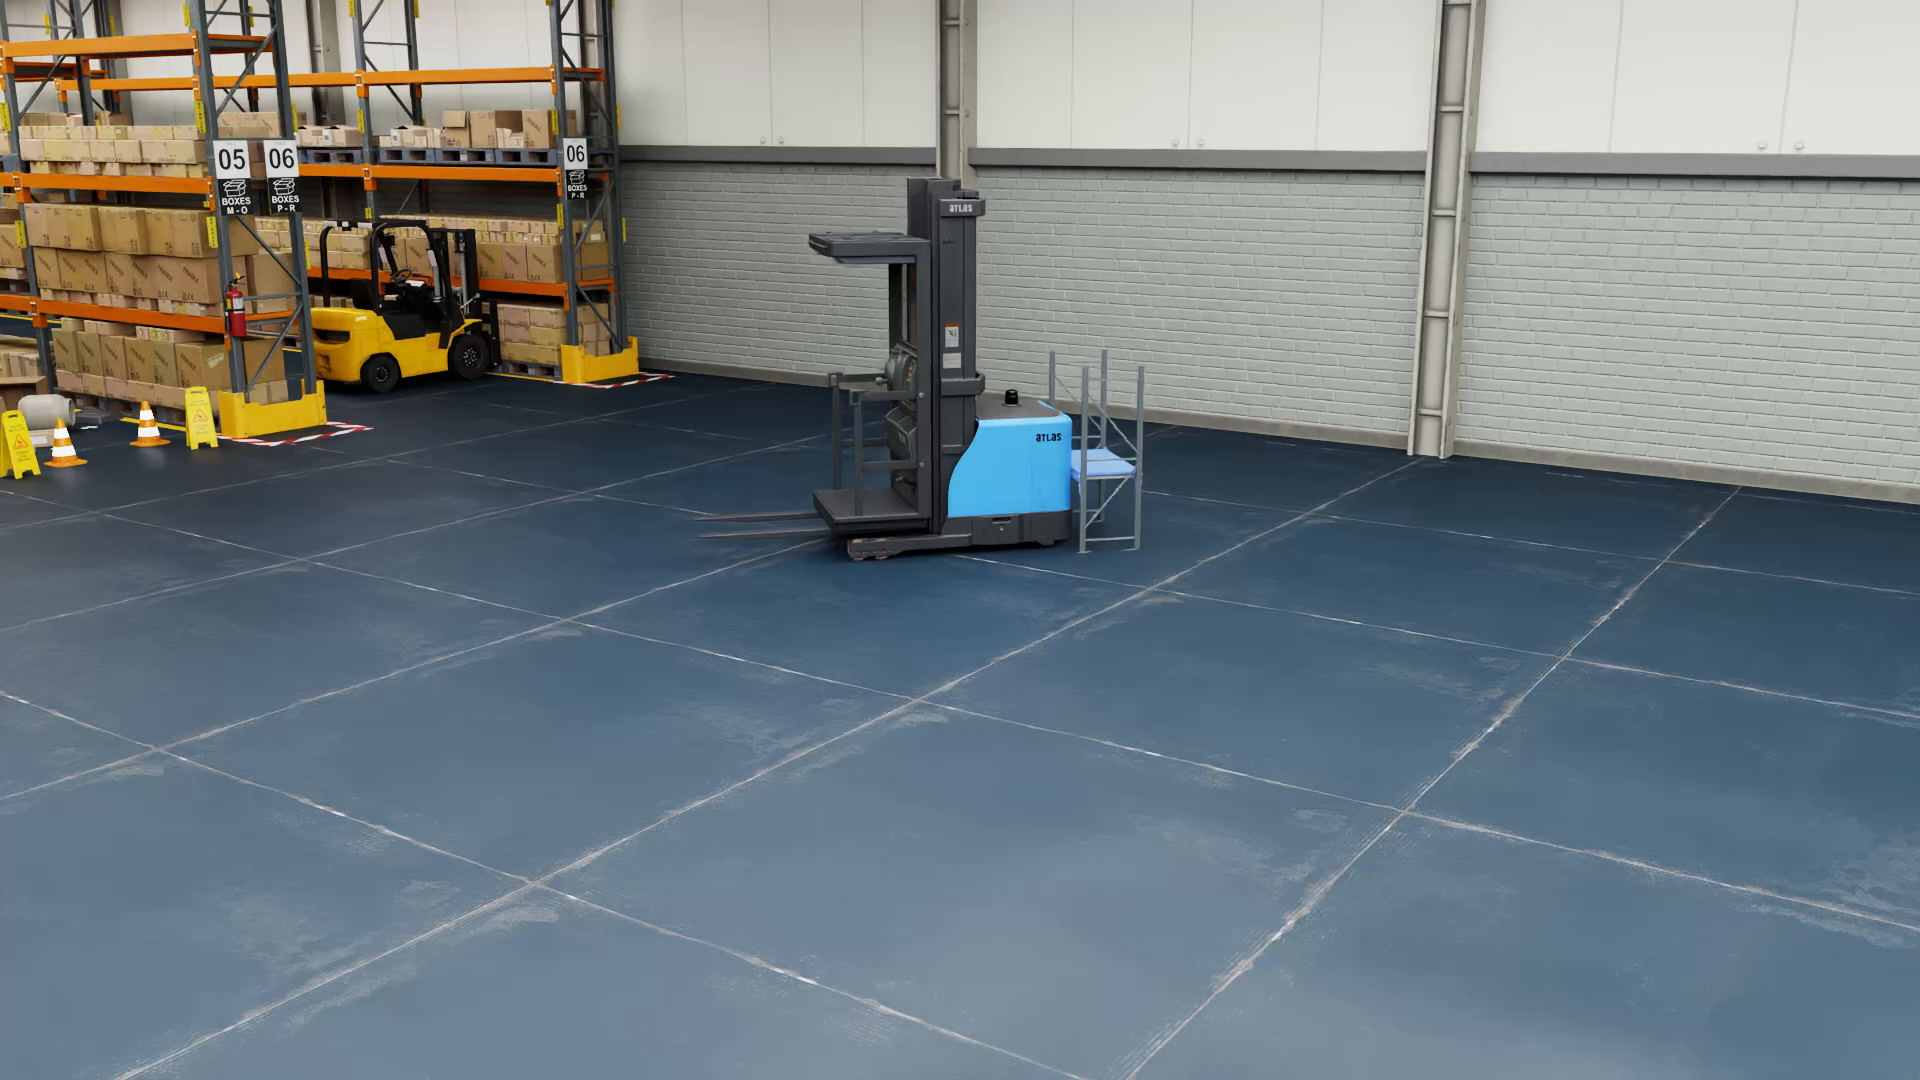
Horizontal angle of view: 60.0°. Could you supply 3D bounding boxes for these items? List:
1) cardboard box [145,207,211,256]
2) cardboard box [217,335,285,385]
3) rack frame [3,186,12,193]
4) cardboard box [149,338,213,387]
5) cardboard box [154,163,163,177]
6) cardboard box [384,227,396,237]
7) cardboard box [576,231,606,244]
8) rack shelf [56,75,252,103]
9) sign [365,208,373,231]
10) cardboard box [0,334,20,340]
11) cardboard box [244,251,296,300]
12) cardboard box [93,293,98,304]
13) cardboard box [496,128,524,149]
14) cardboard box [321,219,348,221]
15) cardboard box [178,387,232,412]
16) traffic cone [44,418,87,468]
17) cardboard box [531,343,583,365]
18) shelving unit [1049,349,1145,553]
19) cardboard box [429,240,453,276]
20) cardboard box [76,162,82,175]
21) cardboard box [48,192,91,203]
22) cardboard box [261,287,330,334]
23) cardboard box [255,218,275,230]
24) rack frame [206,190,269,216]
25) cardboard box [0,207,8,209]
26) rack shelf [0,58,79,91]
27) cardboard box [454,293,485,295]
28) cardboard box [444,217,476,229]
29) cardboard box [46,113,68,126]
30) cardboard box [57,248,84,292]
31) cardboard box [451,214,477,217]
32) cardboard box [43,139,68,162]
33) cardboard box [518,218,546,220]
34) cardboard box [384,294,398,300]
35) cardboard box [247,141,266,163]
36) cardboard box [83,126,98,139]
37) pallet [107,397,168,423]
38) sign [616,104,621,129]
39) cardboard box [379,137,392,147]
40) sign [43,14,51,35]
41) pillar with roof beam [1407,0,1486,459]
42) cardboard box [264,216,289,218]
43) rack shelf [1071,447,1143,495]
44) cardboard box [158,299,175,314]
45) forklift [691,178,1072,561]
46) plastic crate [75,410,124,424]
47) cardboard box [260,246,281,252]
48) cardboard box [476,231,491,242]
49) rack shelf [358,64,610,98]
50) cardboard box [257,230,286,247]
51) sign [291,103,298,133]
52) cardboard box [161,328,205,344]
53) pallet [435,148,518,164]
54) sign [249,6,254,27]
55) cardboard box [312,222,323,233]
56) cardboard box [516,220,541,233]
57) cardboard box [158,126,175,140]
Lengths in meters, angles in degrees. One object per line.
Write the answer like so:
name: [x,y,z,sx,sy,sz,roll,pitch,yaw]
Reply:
cardboard box: [-8.674,-3.474,18.707,0.500,0.500,0.700,9,17,33]
cardboard box: [-8.248,-2.101,19.356,0.500,0.500,0.500,9,16,31]
rack frame: [-18.222,-5.837,31.162,0.127,3.000,1.000,9,17,33]
cardboard box: [-8.958,-2.059,19.188,0.500,0.500,0.500,10,17,35]
cardboard box: [-8.764,-4.144,18.603,0.250,0.149,0.380,9,17,33]
cardboard box: [-8.147,-4.496,24.187,0.250,0.149,0.380,9,16,32]
cardboard box: [-5.082,-4.152,22.797,0.250,0.149,0.380,9,16,31]
rack shelf: [-13.243,-7.402,27.325,4.000,0.370,1.077,9,17,33]
sign: [-8.560,-4.642,24.089,0.005,0.325,0.100,9,17,33]
cardboard box: [-13.271,-2.528,22.386,0.625,0.372,0.950,9,16,32]
cardboard box: [-7.951,-3.013,18.926,0.500,0.500,0.500,9,16,32]
cardboard box: [-10.049,-2.887,19.767,0.250,0.149,0.380,9,17,33]
cardboard box: [-6.013,-5.420,22.429,0.258,0.266,0.396,9,17,33]
cardboard box: [-9.676,-4.895,25.798,0.250,0.149,0.380,9,17,33]
cardboard box: [-8.554,-1.629,19.008,0.500,0.250,0.500,9,17,33]
traffic cone: [-9.127,-1.004,16.915,0.334,0.463,0.336,9,17,33]
cardboard box: [-5.512,-2.561,22.774,0.500,0.250,0.500,9,17,33]
shelving unit: [1.106,-0.756,13.757,0.538,1.500,1.048,-3,14,-11]
cardboard box: [-7.180,-4.031,23.656,0.500,0.500,0.500,9,17,32]
cardboard box: [-10.056,-4.344,19.411,0.250,0.149,0.380,9,16,31]
cardboard box: [-15.990,-5.989,29.909,0.500,0.500,0.500,9,16,31]
cardboard box: [-10.527,-3.643,26.367,0.625,0.625,0.875,10,17,35]
cardboard box: [-10.810,-4.929,25.935,0.250,0.149,0.380,9,17,33]
rack frame: [-11.584,-4.765,26.828,0.127,3.000,1.000,9,17,33]
cardboard box: [-12.836,-4.323,21.993,0.250,0.149,0.380,8,16,30]
rack shelf: [-12.691,-5.875,21.158,4.000,0.370,1.077,9,17,33]
cardboard box: [-7.320,-3.490,24.448,0.500,0.250,0.500,9,16,32]
cardboard box: [-7.053,-4.477,23.490,0.250,0.149,0.380,9,17,33]
cardboard box: [-11.712,-5.291,21.110,0.500,0.250,0.500,9,16,32]
cardboard box: [-10.393,-3.254,19.897,0.500,0.500,0.500,9,17,33]
cardboard box: [-7.176,-4.658,24.219,0.250,0.149,0.380,9,16,32]
cardboard box: [-10.386,-4.585,19.552,0.500,0.250,0.500,9,17,32]
cardboard box: [-5.960,-4.428,23.292,0.250,0.149,0.380,10,17,35]
cardboard box: [-8.038,-3.455,24.306,0.500,0.250,0.500,9,16,32]
cardboard box: [-7.981,-4.350,18.603,0.500,0.250,0.500,9,16,32]
cardboard box: [-9.841,-4.688,19.140,0.250,0.149,0.380,9,16,32]
pallet: [-9.438,-1.638,20.001,1.213,0.211,1.003,9,17,33]
sign: [-4.631,-5.720,22.463,0.005,0.325,0.100,9,17,33]
cardboard box: [-8.062,-5.694,23.781,0.250,0.149,0.380,10,17,34]
sign: [-15.221,-8.599,27.726,0.005,0.325,0.100,9,17,33]
pillar with roof beam: [2.534,-4.409,12.908,0.400,9.000,9.100,9,17,33]
cardboard box: [-10.921,-5.112,26.673,0.250,0.149,0.380,10,17,34]
rack shelf: [1.106,-0.582,13.800,0.538,0.185,1.000,-3,14,-11]
cardboard box: [-8.846,-2.666,18.874,0.250,0.149,0.380,10,17,34]
forklift: [-0.657,-1.397,13.368,3.031,2.935,1.130,-3,14,-14]
plastic crate: [-10.187,-1.447,19.501,0.583,0.080,0.402,3,14,14]
cardboard box: [-10.506,-4.447,25.859,0.500,0.250,0.500,9,16,31]
cardboard box: [-6.468,-4.213,23.042,0.250,0.149,0.380,9,17,33]
rack shelf: [-6.605,-6.329,22.991,4.000,0.370,1.077,9,17,33]
cardboard box: [-10.513,-4.685,25.779,0.500,0.250,0.500,9,16,31]
sign: [-7.410,-4.690,18.466,0.005,0.325,0.100,9,17,33]
cardboard box: [-8.865,-2.341,18.975,0.250,0.149,0.380,10,17,34]
pallet: [-6.534,-5.368,23.209,1.213,0.211,1.003,9,17,33]
sign: [-11.277,-8.318,26.425,0.005,0.325,0.100,9,17,33]
cardboard box: [-9.545,-4.724,25.106,0.250,0.149,0.380,9,16,31]
cardboard box: [-5.815,-4.262,22.621,0.250,0.149,0.380,10,17,34]
cardboard box: [-8.573,-4.482,18.308,0.250,0.149,0.380,9,16,32]
